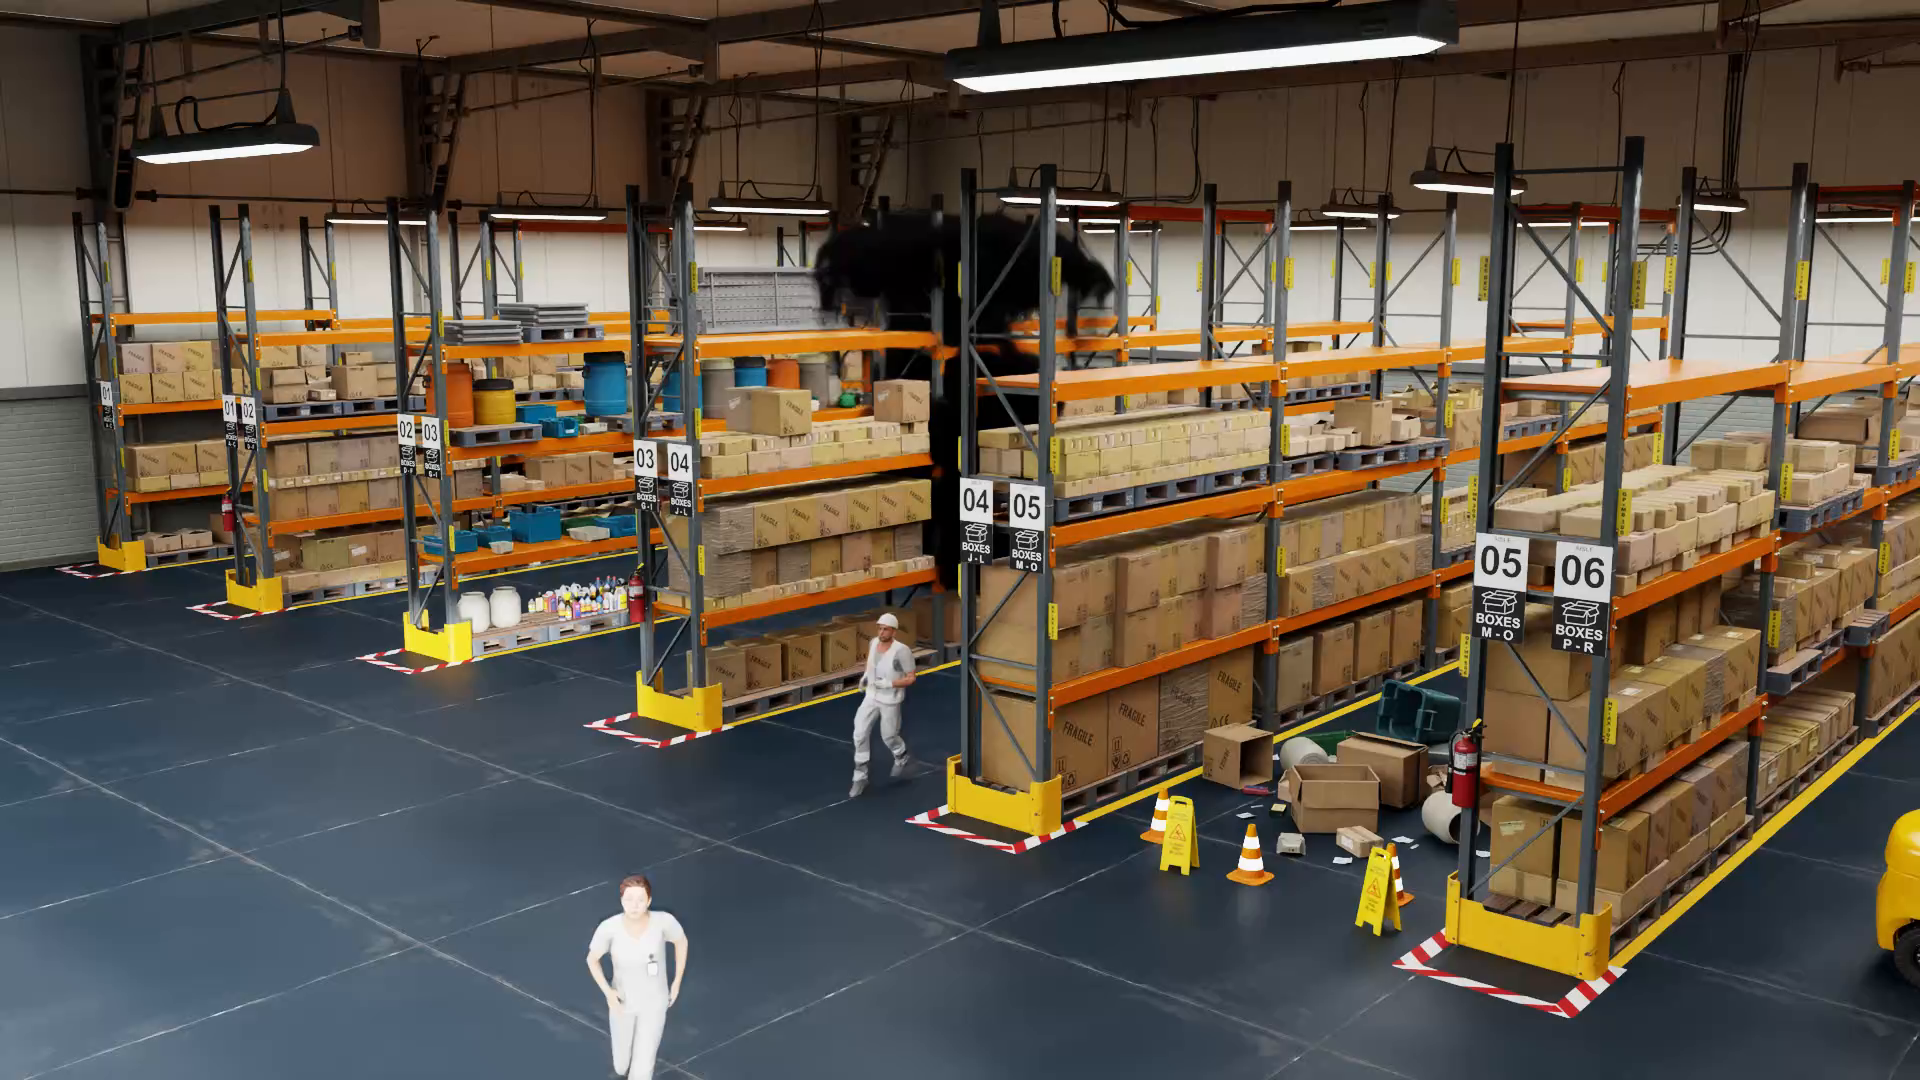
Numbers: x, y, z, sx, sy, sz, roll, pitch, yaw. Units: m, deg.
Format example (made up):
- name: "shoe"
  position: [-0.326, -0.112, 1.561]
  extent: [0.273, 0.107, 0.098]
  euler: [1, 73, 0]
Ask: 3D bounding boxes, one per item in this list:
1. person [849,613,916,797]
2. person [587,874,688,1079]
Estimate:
- name: "person"
  position: [-0.703, 1.612, 16.385]
  extent: [0.714, 1.839, 0.838]
  euler: [7, 11, 34]
- name: "person"
  position: [-1.904, 2.749, 9.870]
  extent: [0.588, 1.659, 0.903]
  euler: [-1, 10, -7]
